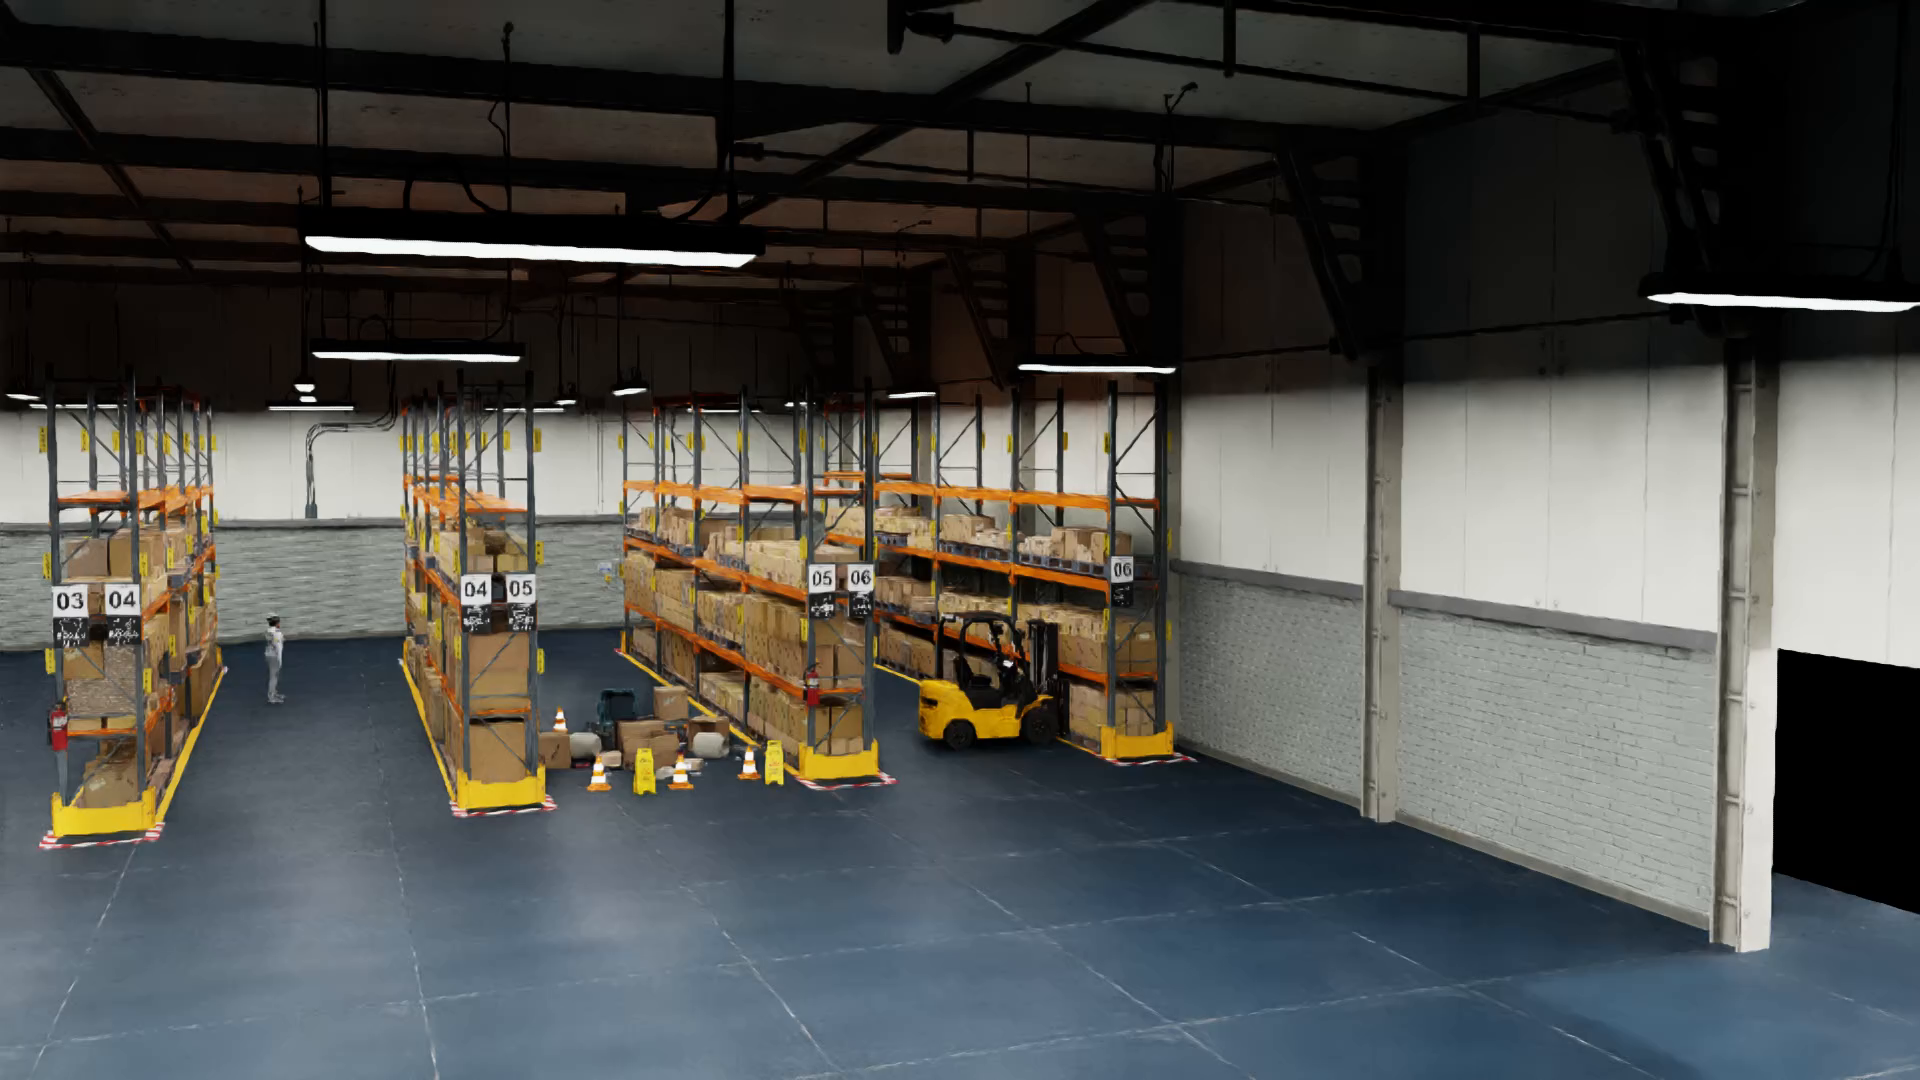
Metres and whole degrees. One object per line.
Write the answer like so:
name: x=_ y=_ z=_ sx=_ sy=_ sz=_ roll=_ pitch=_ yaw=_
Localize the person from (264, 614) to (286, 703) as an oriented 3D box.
person: x=-13.194 y=2.273 z=32.100 sx=0.434 sy=1.684 sz=0.551 roll=-3 pitch=4 yaw=-42
